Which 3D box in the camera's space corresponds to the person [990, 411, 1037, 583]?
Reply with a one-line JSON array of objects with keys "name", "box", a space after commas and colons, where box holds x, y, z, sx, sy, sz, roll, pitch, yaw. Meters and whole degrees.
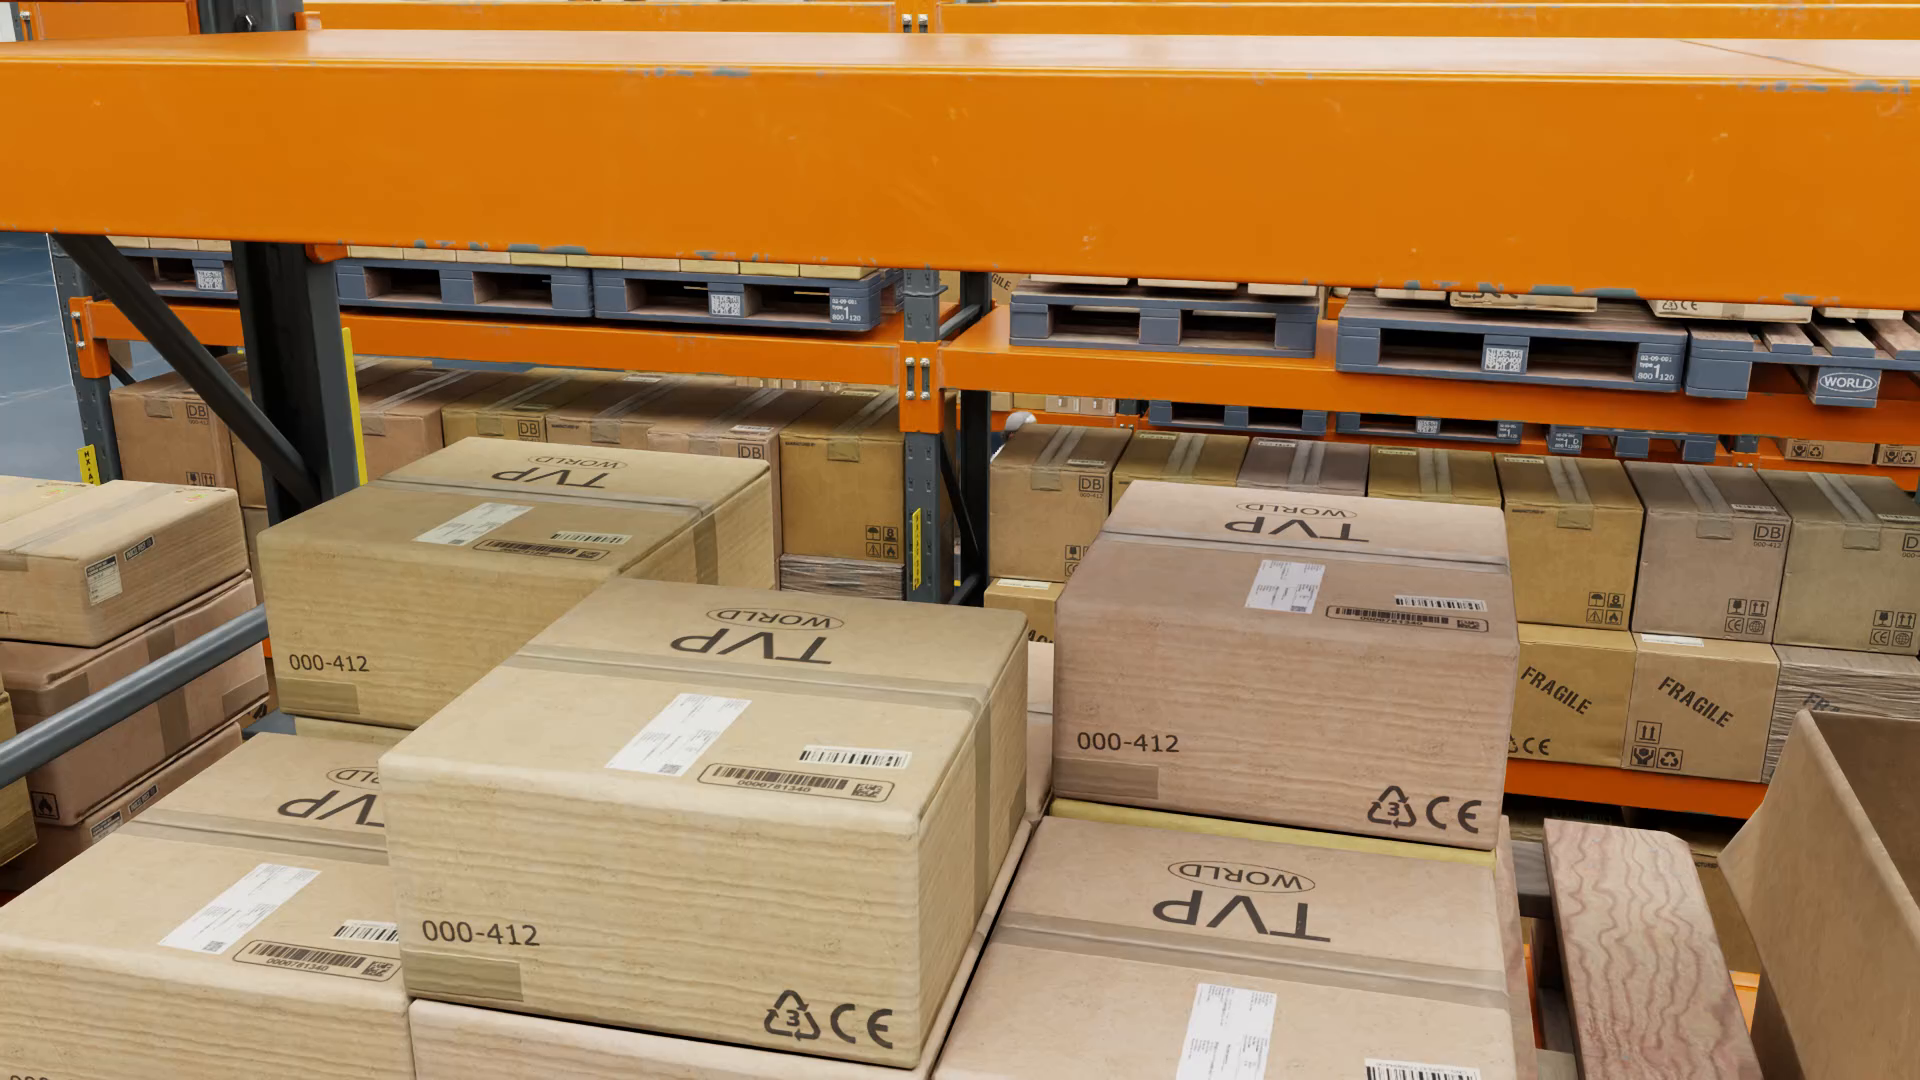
[{"name": "person", "box": [0.318, -0.010, 10.574, 0.588, 1.663, 0.526, 14, 23, 36]}]
